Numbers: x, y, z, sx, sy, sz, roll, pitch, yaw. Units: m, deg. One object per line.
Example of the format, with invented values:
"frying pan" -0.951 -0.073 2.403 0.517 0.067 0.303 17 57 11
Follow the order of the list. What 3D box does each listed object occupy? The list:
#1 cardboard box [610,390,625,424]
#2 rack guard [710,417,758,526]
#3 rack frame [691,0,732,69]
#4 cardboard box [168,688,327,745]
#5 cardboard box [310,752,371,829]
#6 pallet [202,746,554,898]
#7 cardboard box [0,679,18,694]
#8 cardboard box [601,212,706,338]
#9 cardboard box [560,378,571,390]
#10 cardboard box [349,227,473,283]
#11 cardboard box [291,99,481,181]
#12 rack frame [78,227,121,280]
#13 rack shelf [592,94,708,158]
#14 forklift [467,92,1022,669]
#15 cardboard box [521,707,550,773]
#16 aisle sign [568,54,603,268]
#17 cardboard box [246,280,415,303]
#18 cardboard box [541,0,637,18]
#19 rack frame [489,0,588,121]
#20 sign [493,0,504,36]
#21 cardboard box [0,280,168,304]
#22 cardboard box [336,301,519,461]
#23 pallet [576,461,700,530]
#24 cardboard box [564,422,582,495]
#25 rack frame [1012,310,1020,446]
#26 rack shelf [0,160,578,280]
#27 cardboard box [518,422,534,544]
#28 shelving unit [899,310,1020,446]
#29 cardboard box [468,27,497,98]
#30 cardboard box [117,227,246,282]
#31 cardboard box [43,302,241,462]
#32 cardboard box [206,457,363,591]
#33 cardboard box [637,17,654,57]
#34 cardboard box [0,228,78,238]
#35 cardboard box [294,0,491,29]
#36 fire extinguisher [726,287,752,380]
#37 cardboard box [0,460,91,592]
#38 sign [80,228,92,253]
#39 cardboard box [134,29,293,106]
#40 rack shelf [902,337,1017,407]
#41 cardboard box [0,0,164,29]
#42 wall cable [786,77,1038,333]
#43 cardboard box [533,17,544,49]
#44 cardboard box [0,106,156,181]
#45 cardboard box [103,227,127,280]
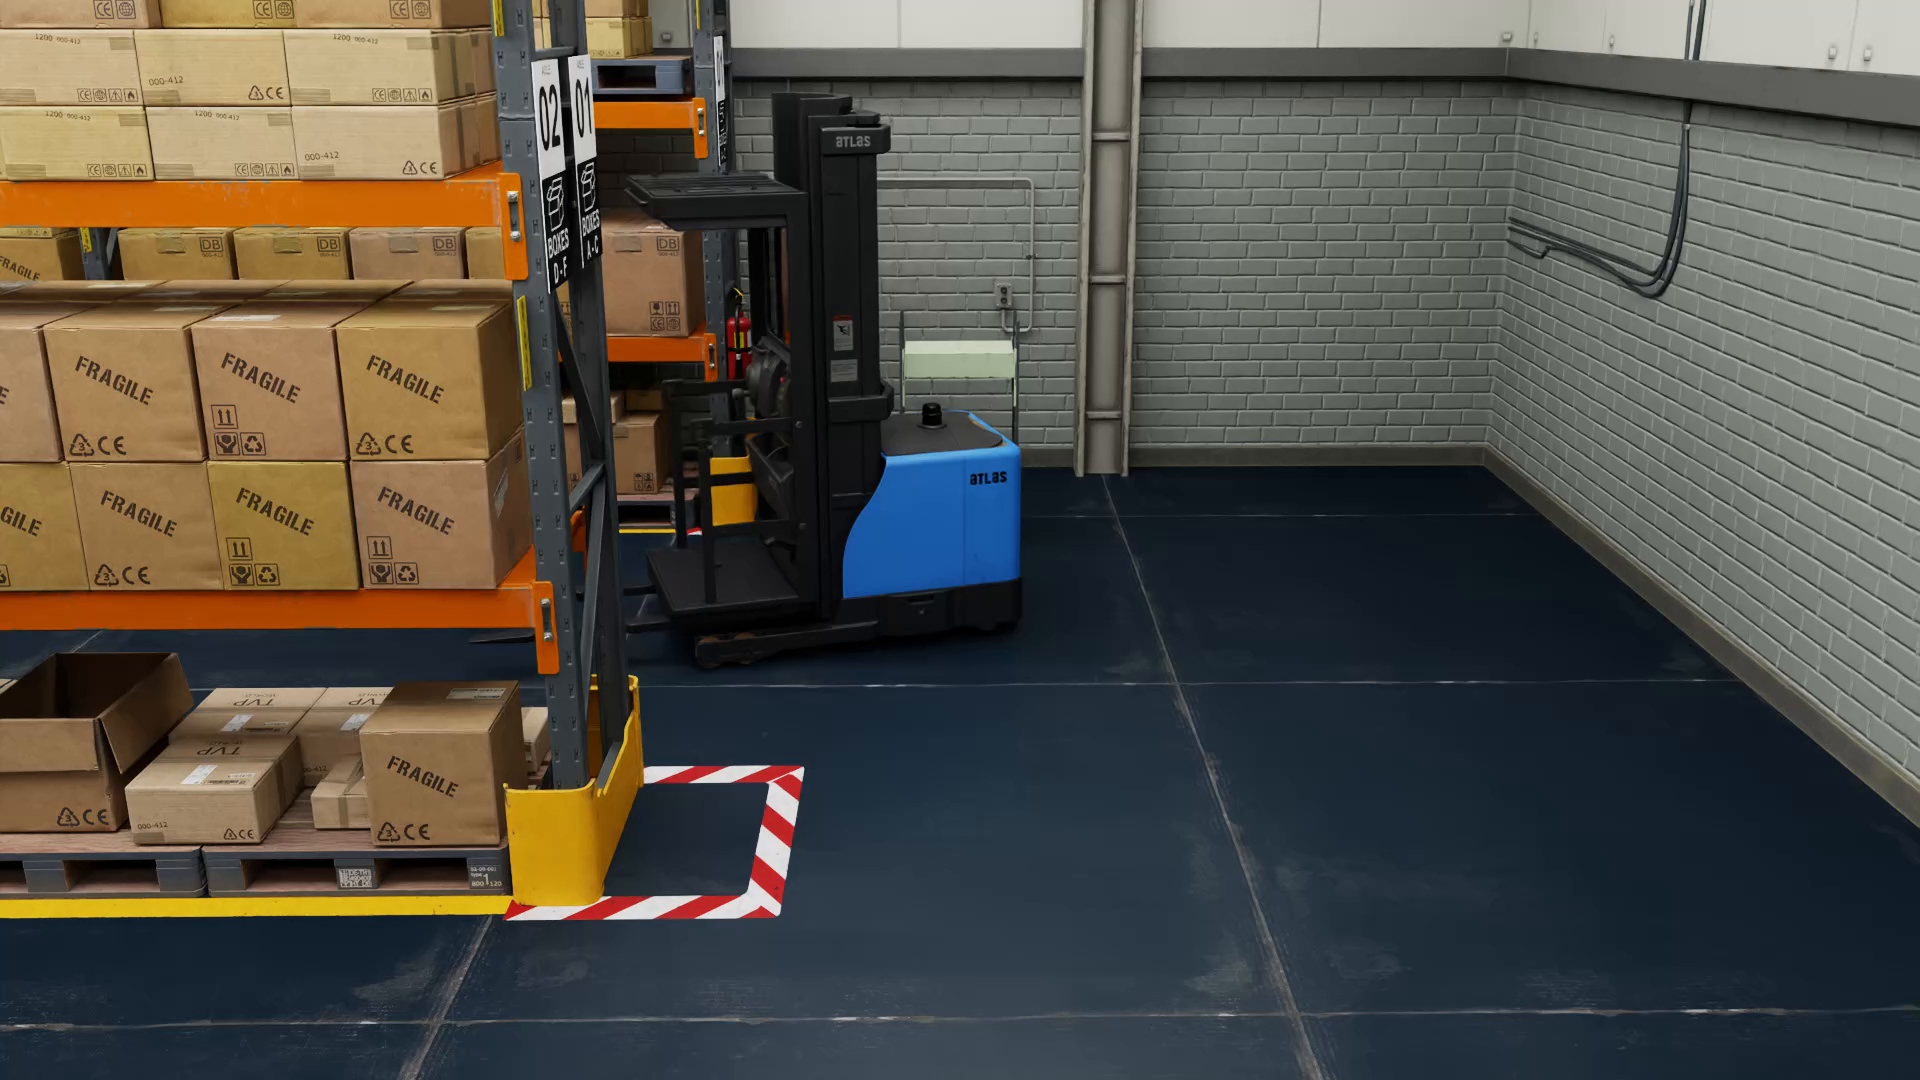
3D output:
"cardboard box" -2.437 -0.906 11.303 0.250 0.149 0.380 0 18 -2
"rack guard" -1.590 -0.487 11.748 0.348 0.500 1.175 0 18 -1
"rack frame" -1.614 -4.534 10.450 0.127 3.000 1.000 0 18 -1
"cardboard box" -3.080 0.856 7.249 0.500 0.250 0.500 0 18 -1
"cardboard box" -2.478 1.027 6.852 0.250 0.166 0.380 0 18 -1
"pallet" -2.405 1.168 7.062 1.213 0.211 1.003 0 18 -1
"cardboard box" -4.216 0.833 7.223 0.500 0.311 0.500 0 18 -1
"cardboard box" -2.123 -1.815 11.303 0.700 0.700 0.980 1 18 2
"cardboard box" -2.697 -1.021 11.663 0.250 0.149 0.380 0 18 -1
"cardboard box" -3.613 -1.807 11.279 0.700 0.700 0.980 -1 18 -4
"cardboard box" -2.041 -1.438 5.956 0.500 0.250 0.500 0 18 -1
"rack frame" -5.613 -1.658 11.306 0.127 3.000 1.000 0 18 -1
"rack shelf" -3.613 -2.754 10.988 4.000 0.370 1.077 0 18 -1
"forklift" -1.223 -0.888 9.018 3.031 2.935 1.130 -6 19 -17
"cardboard box" -1.956 0.881 7.339 0.250 0.149 0.380 0 18 -1
"aisle sign" -1.468 -1.492 6.533 0.004 0.787 0.394 0 18 -1
"cardboard box" -2.502 -0.762 6.711 0.500 0.500 0.500 0 18 0
"cardboard box" -2.341 -3.552 10.466 0.500 0.500 0.500 0 18 -1
"rack frame" -1.532 -3.021 5.733 0.127 3.000 1.000 0 18 -1
"sign" -1.543 -1.845 5.528 0.005 0.325 0.100 0 18 -1
"cardboard box" -3.510 -0.758 6.700 0.500 0.500 0.500 0 18 -1
"cardboard box" -1.972 -0.602 6.213 0.500 0.500 0.500 0 18 -1
"pallet" -2.412 -0.322 11.706 1.213 0.211 1.003 0 18 -1
"cardboard box" -2.812 -0.651 11.570 0.500 0.500 0.700 0 18 -1
"rack frame" 0.359 -0.716 10.824 0.023 1.500 0.400 0 18 -1
"rack shelf" -3.531 -1.241 6.271 4.000 0.370 1.077 0 18 -1
"cardboard box" -1.980 -0.291 6.879 0.500 0.500 0.500 0 18 0
"shelving unit" -0.007 -0.714 10.818 0.755 1.500 0.431 0 18 -1
"cardboard box" -2.049 -1.836 6.378 0.500 0.250 0.500 0 18 -1
"cardboard box" -5.070 -1.799 11.253 0.700 0.700 0.980 0 18 0
"cardboard box" -2.996 -0.595 6.193 0.500 0.500 0.500 0 18 1
"cardboard box" -2.494 -0.123 6.358 0.500 0.500 0.500 0 18 0
"cardboard box" -2.347 -3.353 11.074 0.500 0.250 0.500 1 18 2
"cardboard box" -6.076 -2.134 10.877 0.500 0.250 0.500 0 18 0
"cardboard box" -2.045 -2.109 6.000 0.500 0.500 0.700 0 18 -1
"fire extinguisher" -1.456 -1.323 10.998 0.183 0.674 0.296 0 18 -1
"cardboard box" -3.497 -0.120 6.348 0.500 0.500 0.500 -1 18 -2
"sign" -5.595 -2.006 10.625 0.005 0.325 0.100 0 18 -1
"cardboard box" -2.541 -1.677 5.880 0.500 0.250 0.500 0 18 -1
"rack shelf" -0.007 -1.086 10.699 0.720 0.370 0.431 0 18 -1
"cardboard box" -3.045 -2.097 5.964 0.500 0.500 0.700 0 18 -1
"wall cable" -0.348 -2.456 12.131 1.851 1.984 0.084 0 18 -1
"cardboard box" -2.862 -3.194 10.579 0.500 0.250 0.500 -1 18 -3
"cardboard box" -3.041 -1.433 5.939 0.500 0.250 0.500 0 18 -1
"cardboard box" -6.077 -1.932 11.475 0.500 0.500 0.500 -1 18 -3
